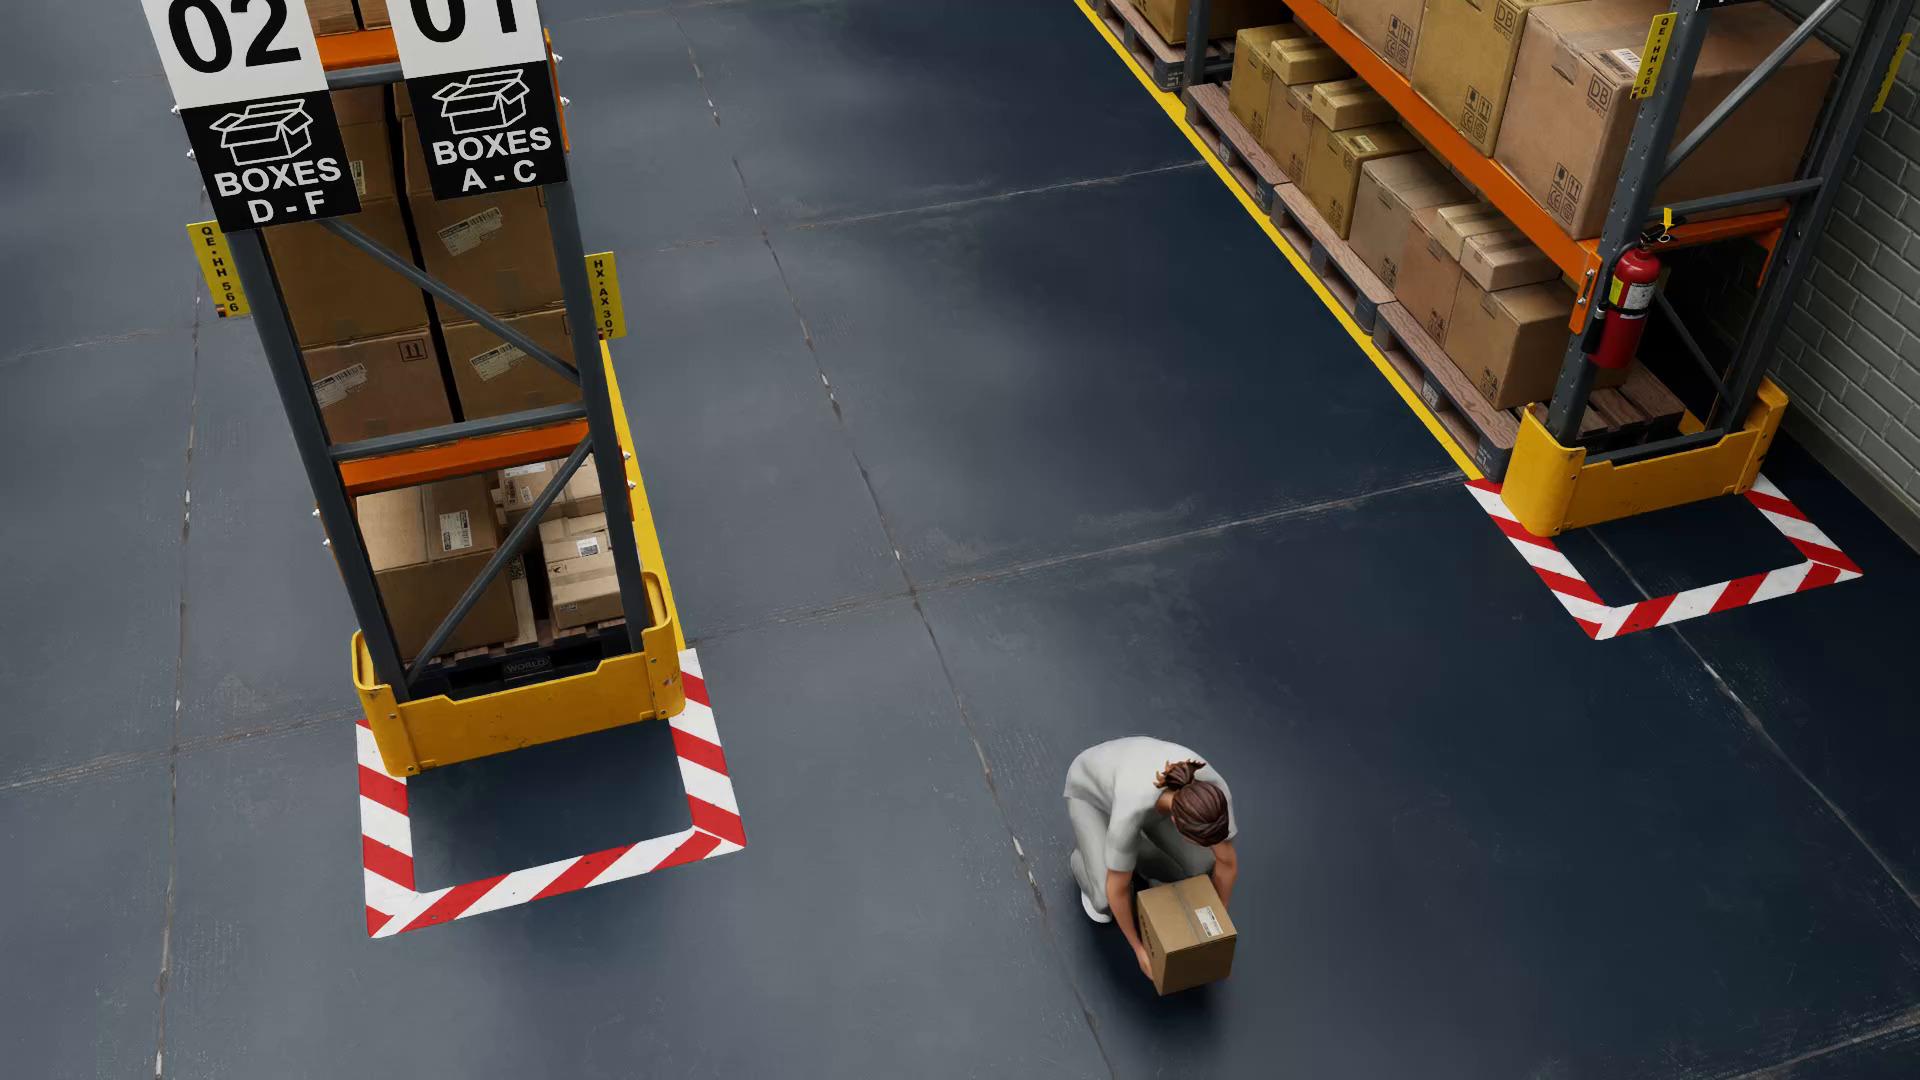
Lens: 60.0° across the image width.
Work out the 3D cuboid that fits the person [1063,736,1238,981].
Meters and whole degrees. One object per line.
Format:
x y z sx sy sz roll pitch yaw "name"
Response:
0.651 0.988 5.635 0.494 0.932 0.802 -12 44 -13 "person"
